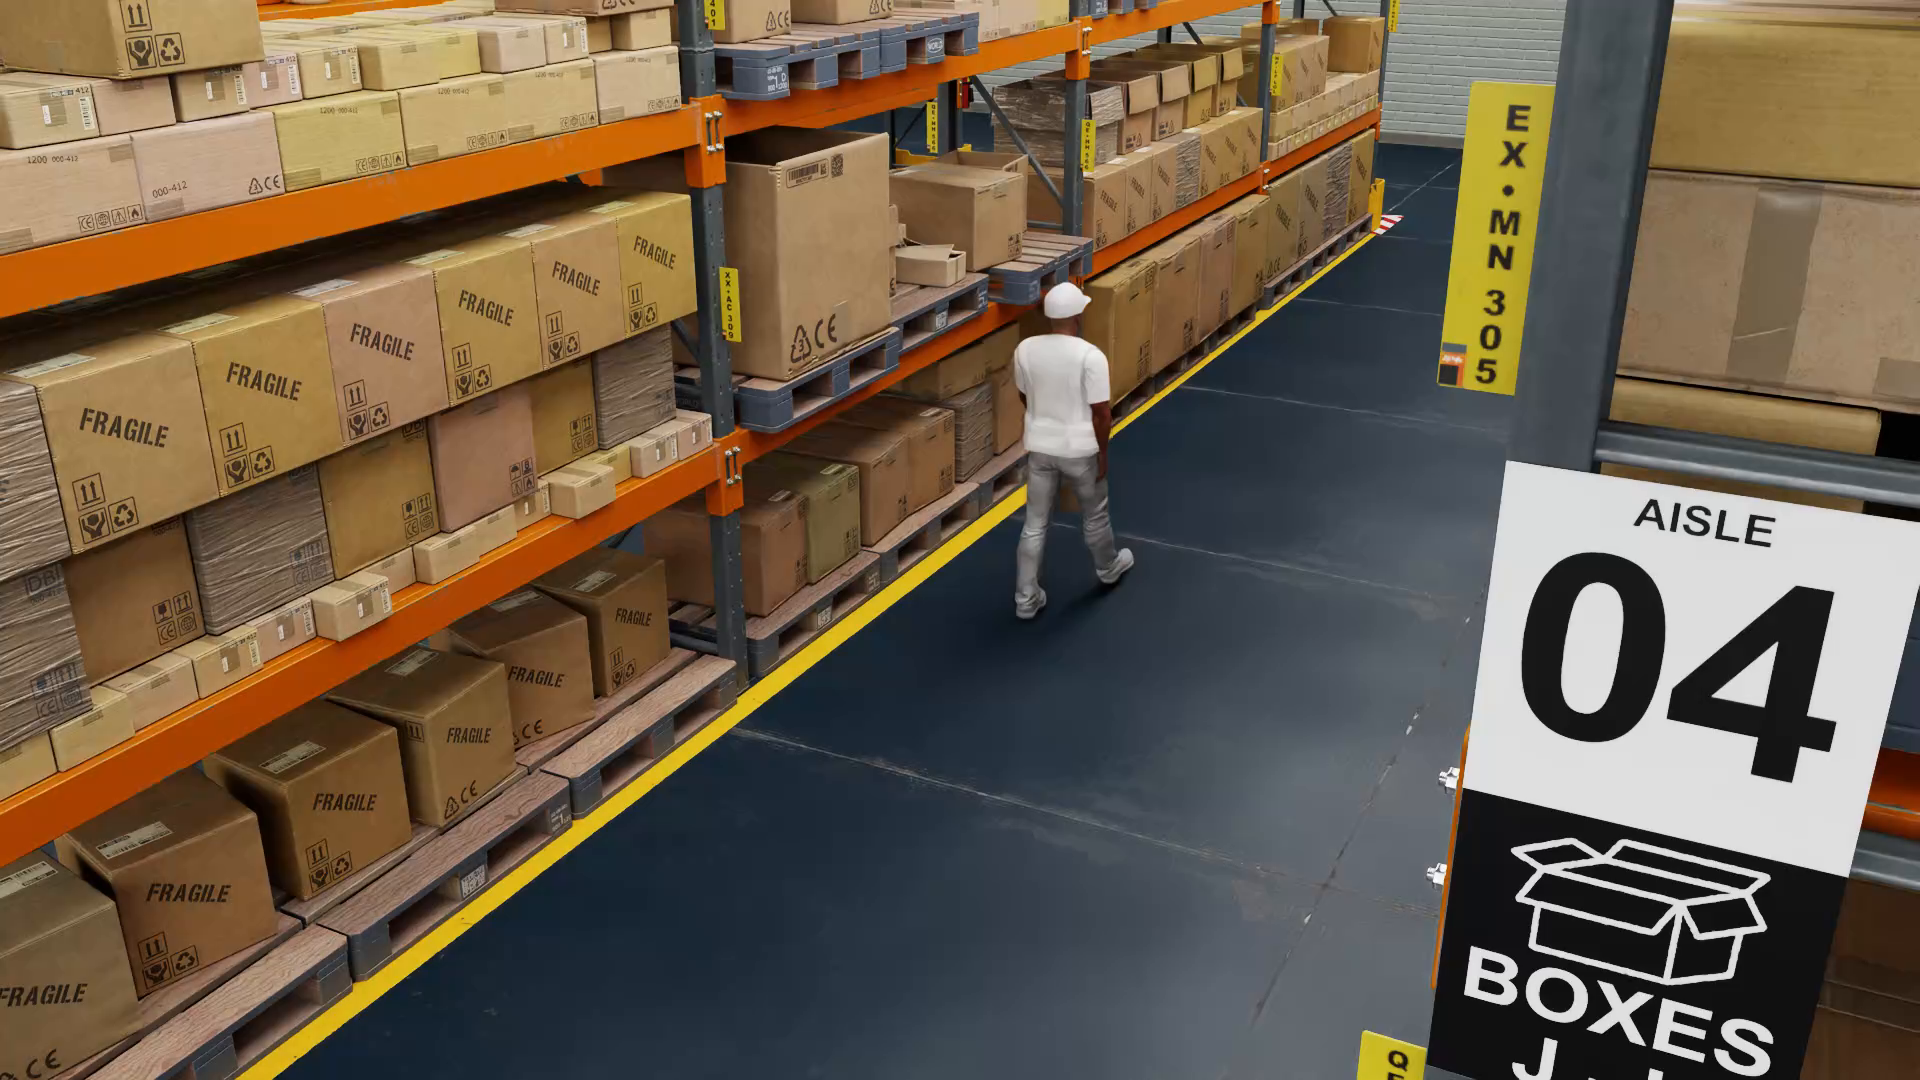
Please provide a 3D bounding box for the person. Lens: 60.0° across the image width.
[{"bbox_3d":[0.573,-0.522,8.807,0.582,1.727,0.921,12,25,26],"label":"person"}]
